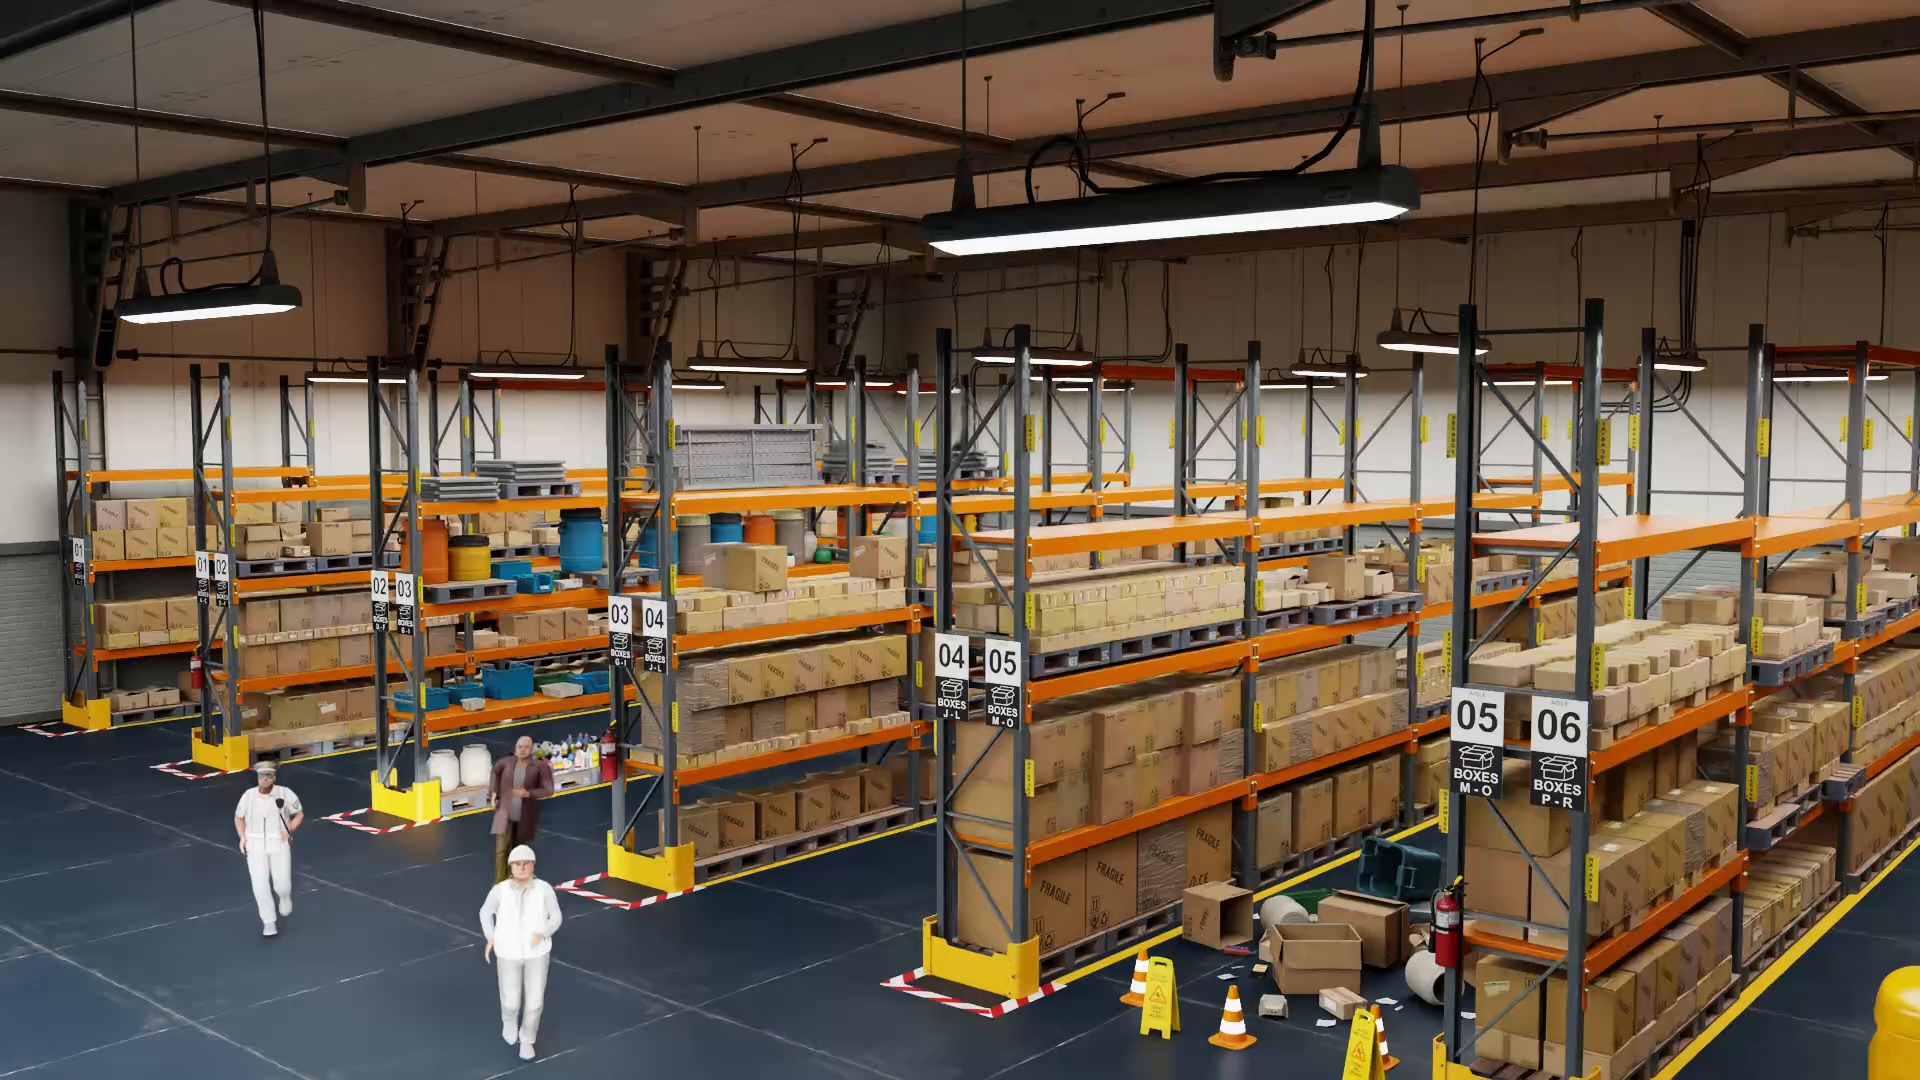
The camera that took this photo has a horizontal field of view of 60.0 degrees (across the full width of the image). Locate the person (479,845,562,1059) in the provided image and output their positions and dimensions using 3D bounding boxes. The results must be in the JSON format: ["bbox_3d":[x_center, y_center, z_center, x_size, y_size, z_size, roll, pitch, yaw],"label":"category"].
[{"bbox_3d":[-3.530,3.333,13.397,0.650,1.732,0.566,-1,4,-16],"label":"person"}]

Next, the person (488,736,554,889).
[{"bbox_3d":[-4.732,3.008,17.965,0.688,1.837,0.840,-1,4,-9],"label":"person"}]

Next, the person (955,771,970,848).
[{"bbox_3d":[0.167,3.000,18.732,0.609,1.601,0.595,3,5,33],"label":"person"}]

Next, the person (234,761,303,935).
[{"bbox_3d":[-6.993,3.079,16.830,0.656,1.740,0.664,-1,4,-16],"label":"person"}]
